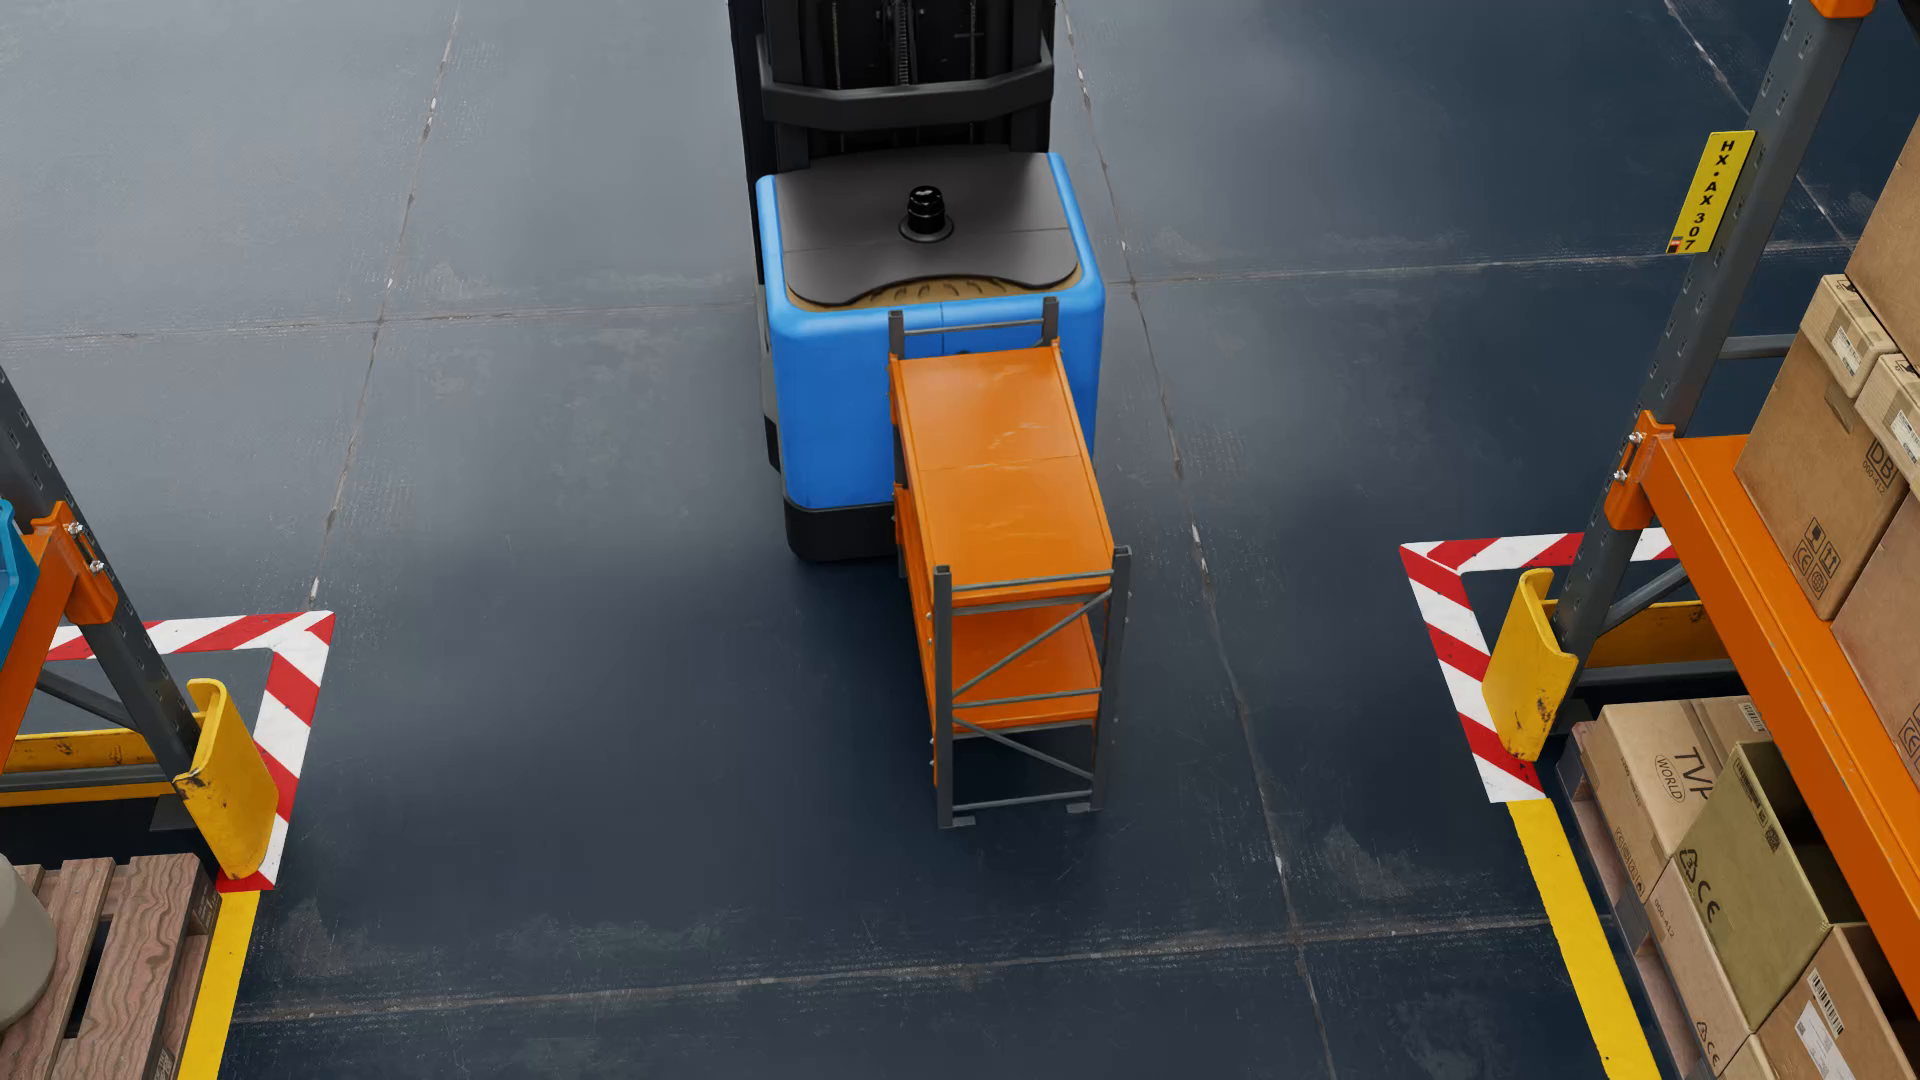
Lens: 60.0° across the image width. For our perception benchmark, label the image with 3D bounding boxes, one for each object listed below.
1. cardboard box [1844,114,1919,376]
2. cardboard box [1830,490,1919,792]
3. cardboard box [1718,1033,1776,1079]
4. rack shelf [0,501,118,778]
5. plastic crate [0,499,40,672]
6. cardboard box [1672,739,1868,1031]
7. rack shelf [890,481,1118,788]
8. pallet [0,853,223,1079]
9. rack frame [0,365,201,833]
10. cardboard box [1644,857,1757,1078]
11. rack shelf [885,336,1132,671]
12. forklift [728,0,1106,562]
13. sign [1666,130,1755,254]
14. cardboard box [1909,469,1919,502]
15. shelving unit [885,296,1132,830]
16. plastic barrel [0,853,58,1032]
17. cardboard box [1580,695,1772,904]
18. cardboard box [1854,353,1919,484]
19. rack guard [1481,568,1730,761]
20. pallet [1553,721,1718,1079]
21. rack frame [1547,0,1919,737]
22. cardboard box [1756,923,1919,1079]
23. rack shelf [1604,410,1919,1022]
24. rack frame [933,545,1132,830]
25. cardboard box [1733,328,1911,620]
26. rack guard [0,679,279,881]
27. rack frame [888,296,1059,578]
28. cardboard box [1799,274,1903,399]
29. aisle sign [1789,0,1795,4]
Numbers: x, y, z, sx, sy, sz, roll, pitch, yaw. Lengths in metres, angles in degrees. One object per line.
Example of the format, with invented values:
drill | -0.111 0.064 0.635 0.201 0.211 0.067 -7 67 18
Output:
cardboard box | 2.287 -0.594 3.284 0.700 0.500 0.500 -3 47 -3
cardboard box | 2.331 0.193 3.432 0.700 0.500 0.500 -2 47 -2
cardboard box | 2.166 1.435 3.929 0.500 0.250 0.500 -3 47 -3
rack shelf | -2.513 1.502 2.757 1.077 0.370 4.000 -3 47 -3
plastic crate | -2.340 0.203 3.594 0.499 0.251 0.616 -3 47 -3
cardboard box | 2.123 0.816 3.999 0.500 0.500 0.500 -3 47 -3
rack shelf | 0.112 0.239 5.085 0.538 0.278 1.000 -6 47 -6
pallet | -2.565 1.407 4.272 1.003 0.211 1.213 -3 47 -3
rack frame | -2.680 -0.192 3.866 1.000 3.000 0.127 -3 47 -3
cardboard box | 2.125 1.074 4.272 0.500 0.250 0.500 -3 47 -3
rack shelf | 0.112 -0.130 4.695 0.538 0.278 1.000 -6 47 -6
forklift | -0.260 -2.017 5.642 1.130 2.935 3.031 -6 47 -6
sign | 1.702 -0.786 3.778 0.100 0.325 0.005 -3 47 -3
cardboard box | 2.118 -0.080 3.244 0.380 0.149 0.250 -3 47 -3
shelving unit | 0.112 0.071 4.908 0.538 1.125 1.048 -6 47 -6
plastic barrel | -2.549 0.990 4.170 0.421 0.512 0.421 0 47 0
cardboard box | 2.079 0.712 4.614 0.500 0.250 0.500 -3 47 -3
cardboard box | 2.099 -0.260 3.415 0.380 0.149 0.250 -5 47 -4
rack guard | 2.254 0.352 5.073 1.175 0.500 0.348 -3 47 -3
pallet | 2.362 1.019 4.639 1.003 0.211 1.213 -3 47 -3
rack frame | 2.256 -0.490 4.149 1.000 3.000 0.127 -3 47 -3
cardboard box | 2.178 1.177 3.658 0.500 0.500 0.500 -3 47 -3
rack shelf | 2.423 1.204 3.039 1.077 0.370 4.000 -3 47 -3
rack frame | 0.183 0.437 4.562 0.500 1.125 0.032 -6 47 -6
cardboard box | 2.282 -0.186 3.792 0.700 0.500 0.500 -3 47 -3
rack guard | -2.627 0.720 4.724 1.175 0.500 0.348 -3 47 -3
rack frame | 0.040 -0.294 5.254 0.500 1.125 0.032 -6 47 -6
cardboard box | 2.074 -0.451 3.595 0.380 0.149 0.250 -4 47 -4
aisle sign | 1.945 -1.413 3.232 0.394 0.787 0.004 -3 47 -3
